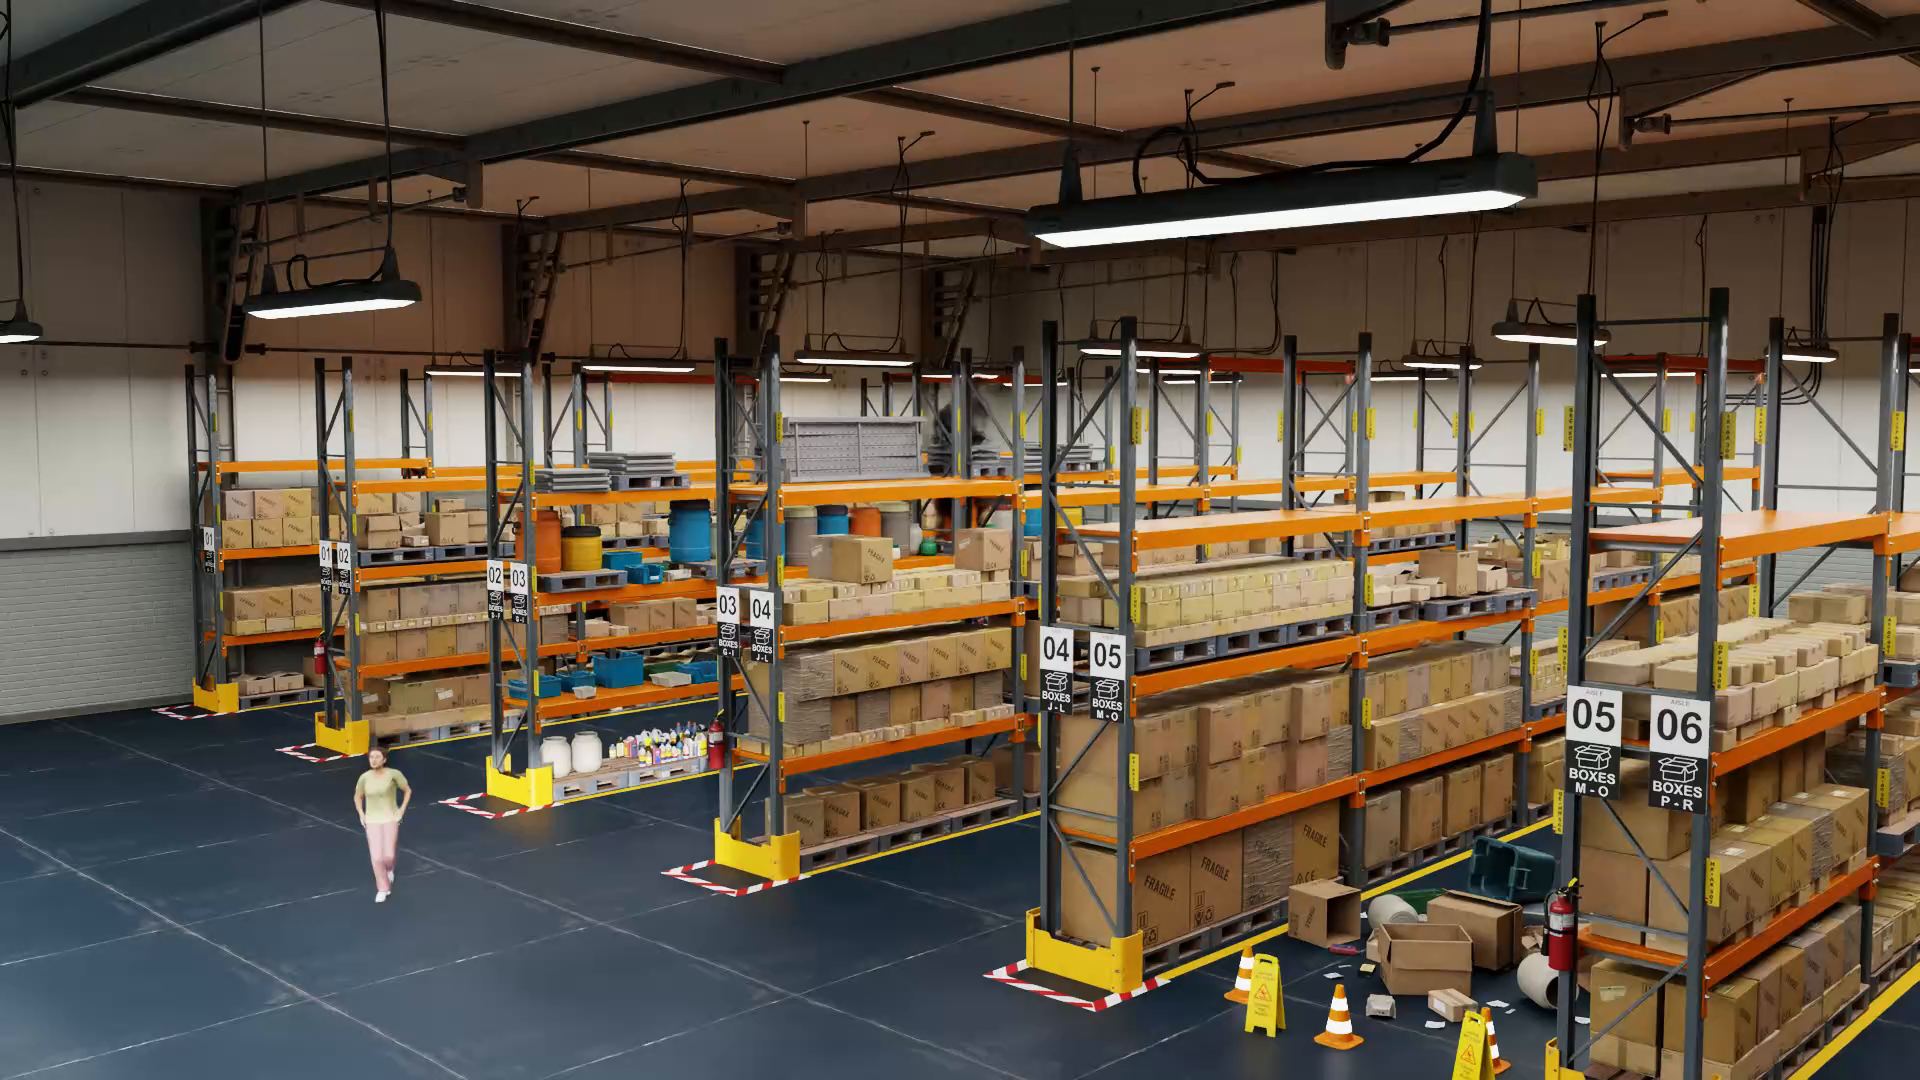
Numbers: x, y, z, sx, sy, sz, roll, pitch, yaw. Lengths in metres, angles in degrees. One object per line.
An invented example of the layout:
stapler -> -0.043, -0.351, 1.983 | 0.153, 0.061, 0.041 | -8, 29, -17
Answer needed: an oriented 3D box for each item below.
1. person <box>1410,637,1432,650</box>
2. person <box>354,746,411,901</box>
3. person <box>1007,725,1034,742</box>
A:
person -> 7.301, 2.304, 26.089 | 0.716, 1.755, 0.839 | 3, 5, 32
person -> -6.156, 3.004, 17.710 | 0.580, 1.630, 0.547 | -1, 4, -8
person -> 0.886, 2.072, 25.008 | 0.681, 1.818, 0.806 | 4, 6, 40
